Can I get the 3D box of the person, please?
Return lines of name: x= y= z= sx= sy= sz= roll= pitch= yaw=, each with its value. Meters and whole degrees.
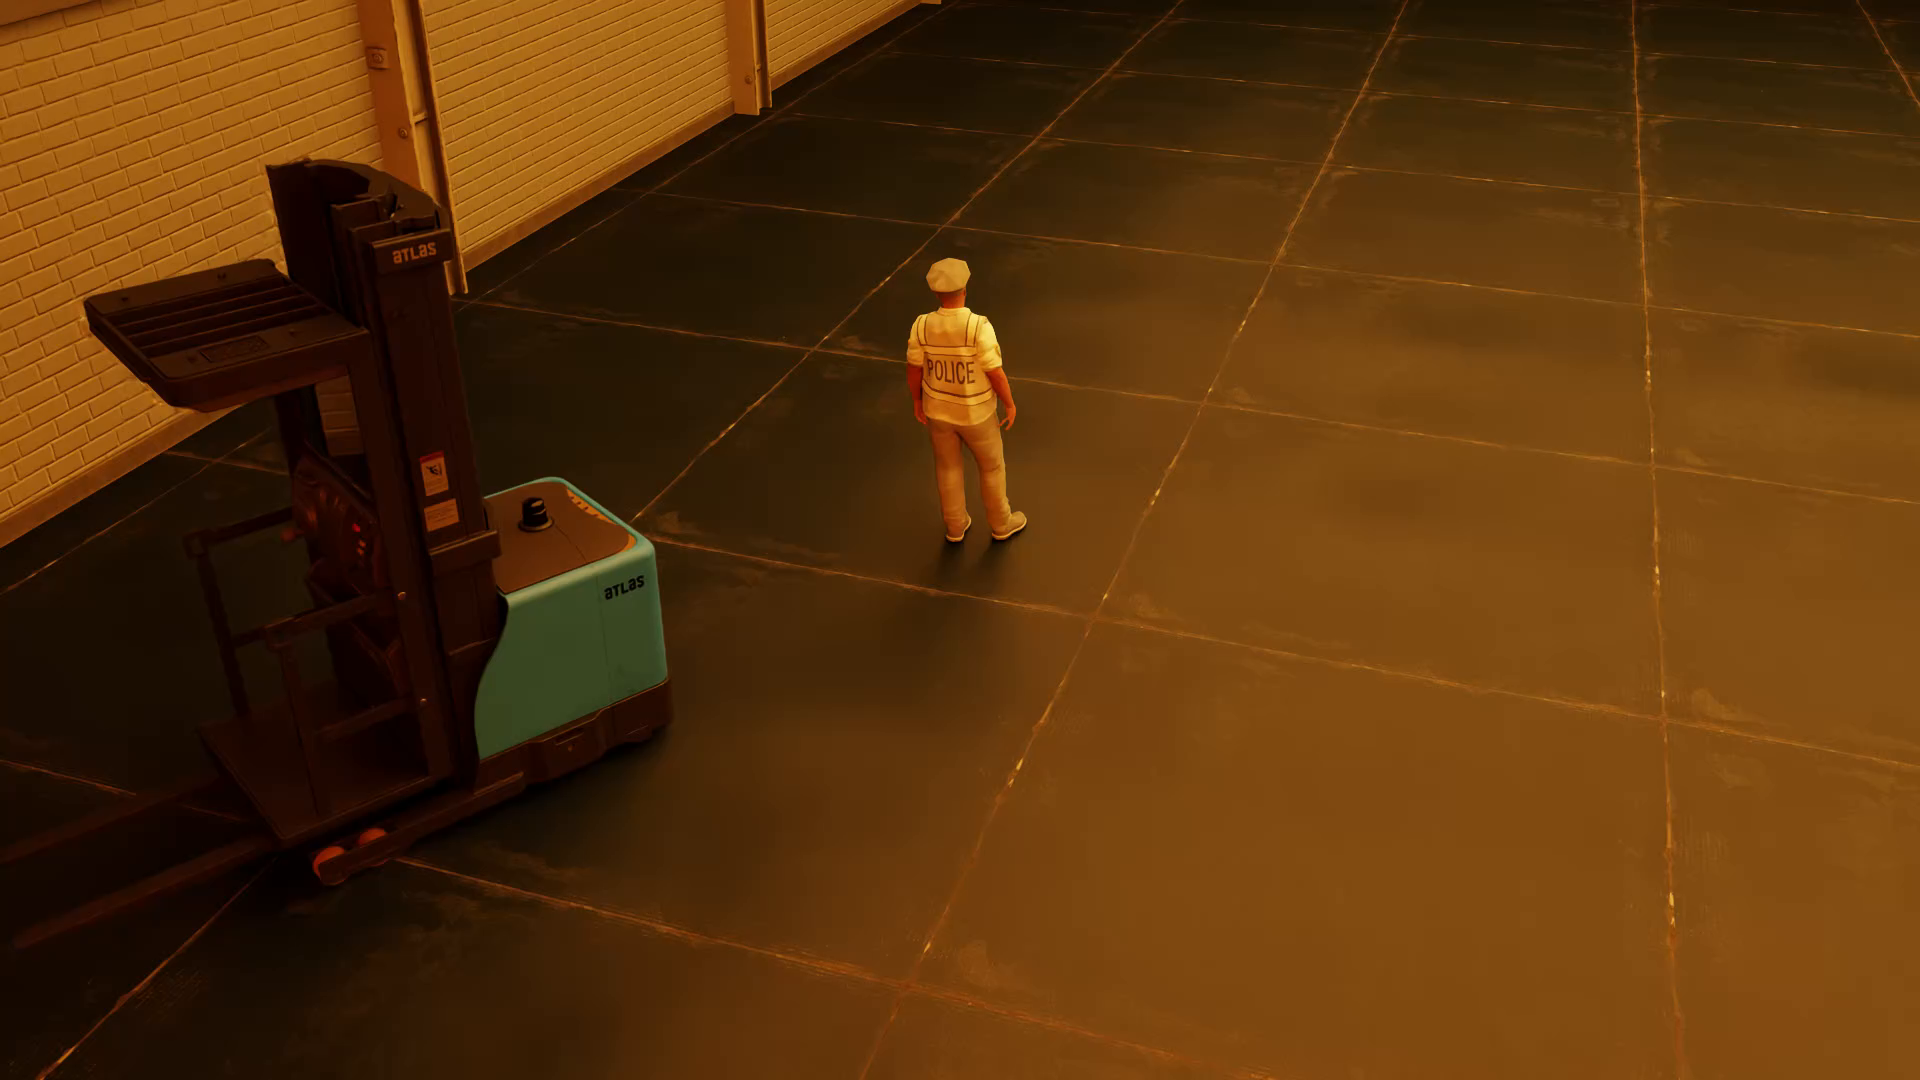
person: x=0.037 y=-0.814 z=9.711 sx=0.640 sy=1.781 sz=0.575 roll=10 pitch=31 yaw=16

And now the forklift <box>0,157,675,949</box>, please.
forklift: x=-2.893 y=-0.034 z=7.196 sx=3.031 sy=2.935 sz=1.130 roll=-23 pitch=37 yaw=-34
